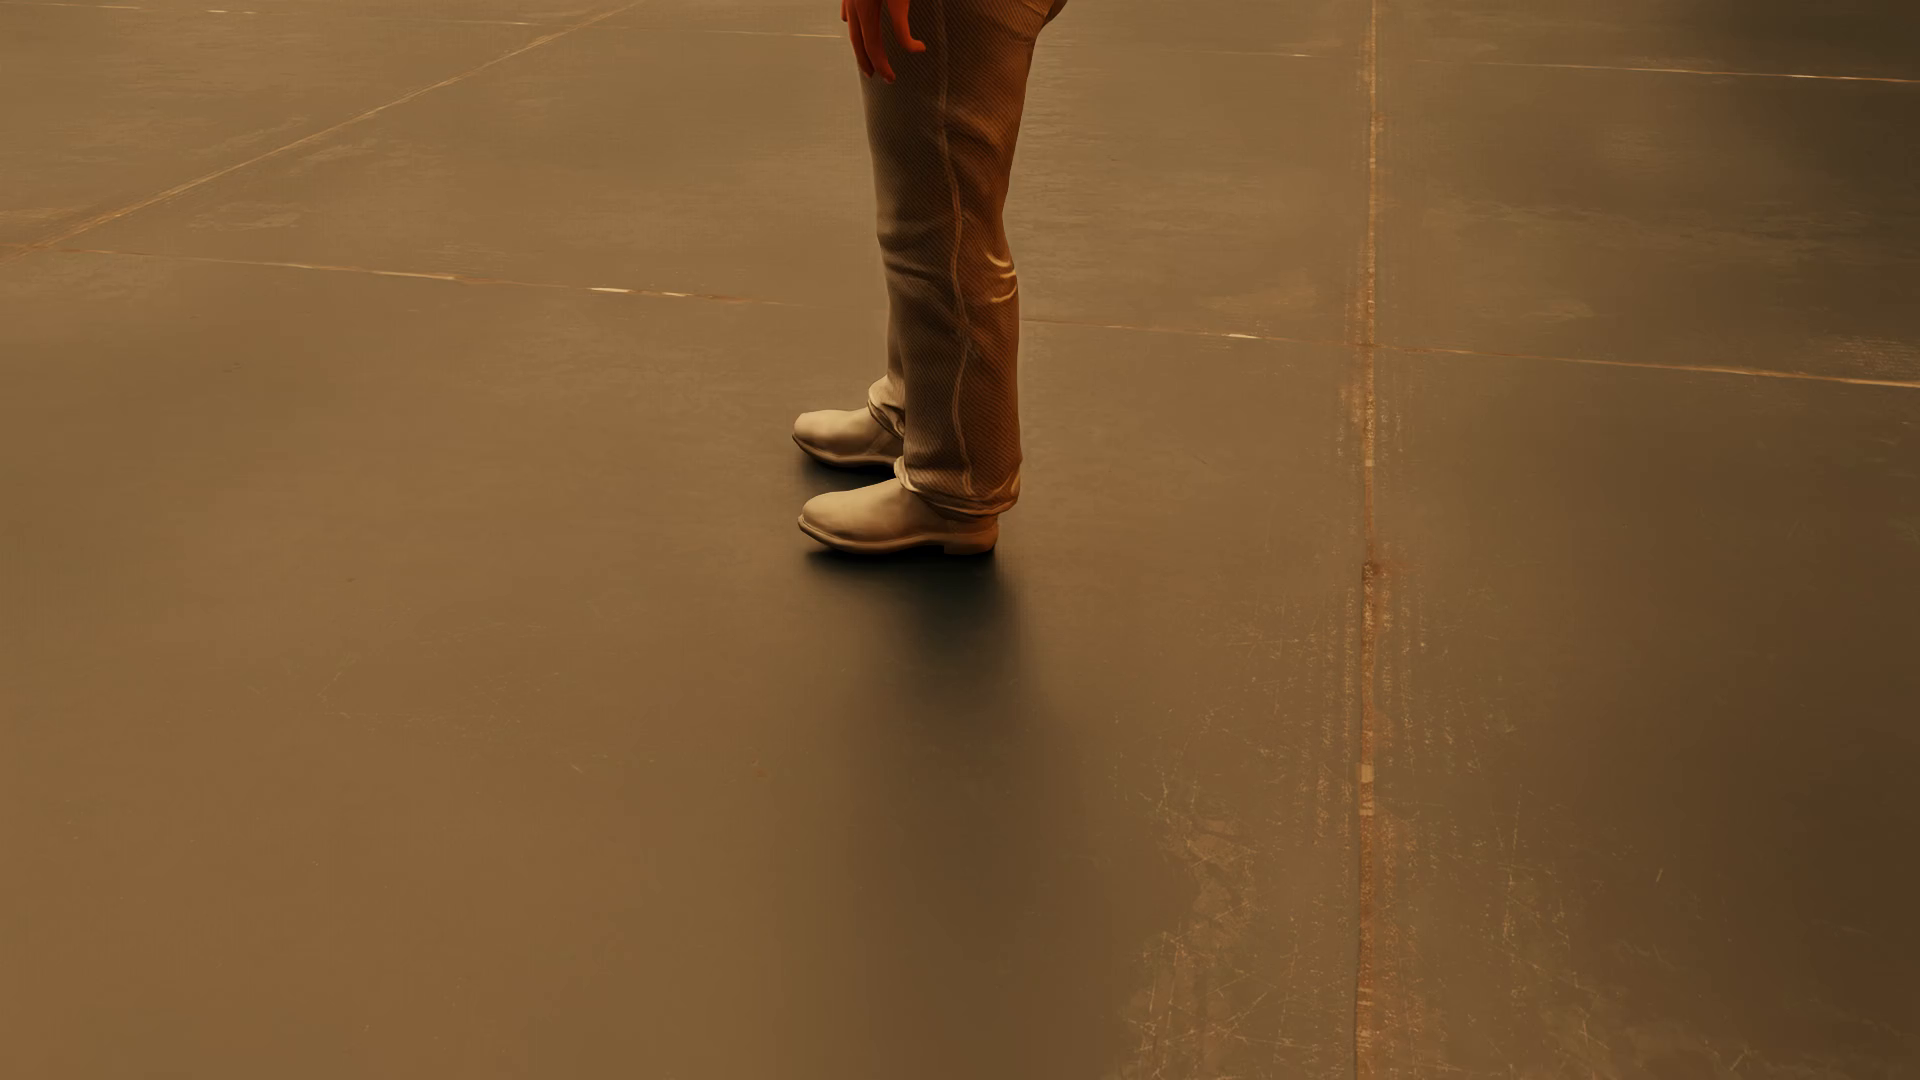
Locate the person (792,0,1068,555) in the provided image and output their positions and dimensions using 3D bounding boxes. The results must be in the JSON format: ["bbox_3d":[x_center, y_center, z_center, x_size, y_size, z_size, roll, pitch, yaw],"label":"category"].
[{"bbox_3d":[-0.059,-0.808,2.116,0.568,1.773,0.632,6,27,11],"label":"person"}]
